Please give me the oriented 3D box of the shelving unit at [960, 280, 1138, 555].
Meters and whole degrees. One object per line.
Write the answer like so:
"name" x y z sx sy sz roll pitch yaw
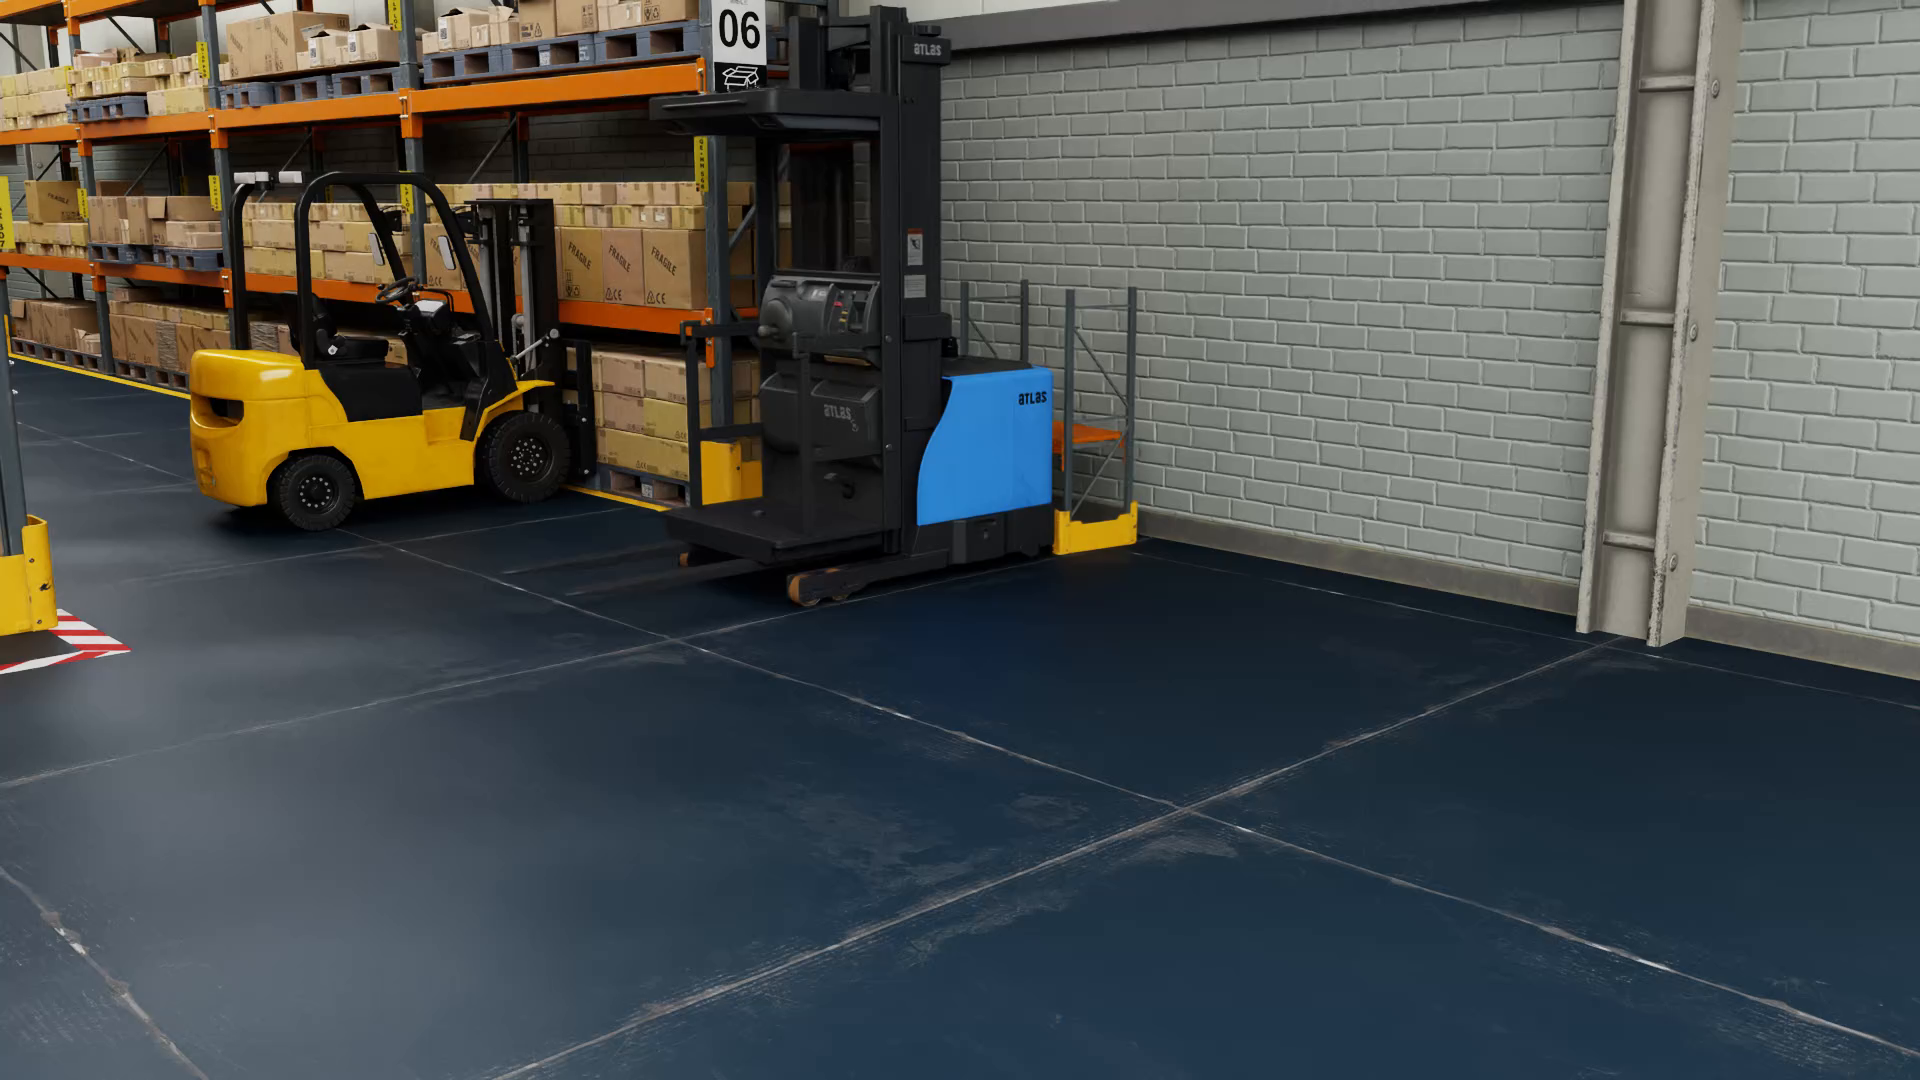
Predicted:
"shelving unit" 0.502 -0.772 9.942 0.587 1.500 1.083 -8 14 -34

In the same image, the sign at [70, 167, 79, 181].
"sign" -11.806 -4.812 22.184 0.100 0.325 0.005 -11 16 -43

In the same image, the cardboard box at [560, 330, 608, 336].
"cardboard box" -3.093 -1.497 13.038 0.500 0.250 0.500 -11 16 -43

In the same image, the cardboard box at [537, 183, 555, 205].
"cardboard box" -2.796 -2.478 11.915 0.380 0.149 0.250 -11 16 -42

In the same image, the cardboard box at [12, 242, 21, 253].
"cardboard box" -11.983 -3.776 21.429 0.380 0.149 0.250 -10 16 -41

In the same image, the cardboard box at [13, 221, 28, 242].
"cardboard box" -11.754 -3.911 21.096 0.500 0.250 0.500 -11 16 -42

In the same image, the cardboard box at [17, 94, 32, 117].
"cardboard box" -11.028 -5.235 20.086 0.500 0.250 0.500 -11 16 -43

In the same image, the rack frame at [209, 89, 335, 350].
"rack frame" -6.696 -2.849 16.304 1.000 3.000 0.127 -11 16 -43

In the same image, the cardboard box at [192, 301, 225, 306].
"cardboard box" -8.289 -2.565 18.472 0.380 0.149 0.250 -10 16 -41

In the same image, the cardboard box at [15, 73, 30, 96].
"cardboard box" -11.042 -5.481 20.045 0.500 0.250 0.500 -10 16 -41

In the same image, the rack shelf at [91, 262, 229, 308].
"rack shelf" -8.077 -2.788 17.793 1.077 0.370 4.000 -11 16 -43

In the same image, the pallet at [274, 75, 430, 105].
"pallet" -5.388 -3.976 14.810 1.003 0.211 1.213 -10 15 -40

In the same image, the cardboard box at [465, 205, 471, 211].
"cardboard box" -3.524 -2.477 12.643 0.380 0.149 0.250 -11 16 -43

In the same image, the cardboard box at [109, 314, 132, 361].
"cardboard box" -9.287 -2.312 18.853 0.500 0.500 0.500 -10 15 -40

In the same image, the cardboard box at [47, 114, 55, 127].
"cardboard box" -10.433 -4.903 19.464 0.380 0.149 0.250 -11 16 -43

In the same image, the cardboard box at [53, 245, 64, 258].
"cardboard box" -10.612 -3.466 19.922 0.380 0.149 0.250 -11 16 -43

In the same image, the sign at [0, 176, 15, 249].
"sign" -4.367 -1.488 7.557 0.100 0.325 0.005 -11 16 -43

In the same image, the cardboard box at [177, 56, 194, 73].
"cardboard box" -7.473 -4.679 16.401 0.250 0.149 0.380 11 16 43

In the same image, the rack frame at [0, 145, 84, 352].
"rack frame" -12.221 -4.016 21.971 1.000 3.000 0.127 -11 16 -43

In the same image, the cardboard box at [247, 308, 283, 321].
"cardboard box" -7.225 -2.335 17.357 0.380 0.149 0.250 -11 16 -42

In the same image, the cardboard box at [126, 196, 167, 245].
"cardboard box" -8.387 -3.395 17.668 0.700 0.500 0.500 -11 16 -43

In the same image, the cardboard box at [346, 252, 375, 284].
"cardboard box" -4.822 -2.301 14.018 0.500 0.250 0.500 -11 16 -43

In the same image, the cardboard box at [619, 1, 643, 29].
"cardboard box" -1.963 -3.360 10.689 0.250 0.149 0.380 11 16 44

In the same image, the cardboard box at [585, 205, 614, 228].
"cardboard box" -2.328 -2.209 11.344 0.250 0.149 0.380 11 16 43

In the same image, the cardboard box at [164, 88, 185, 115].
"cardboard box" -7.574 -4.359 16.571 0.500 0.250 0.500 -11 16 -42

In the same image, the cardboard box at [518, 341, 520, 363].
"cardboard box" -3.129 -1.352 12.336 0.500 0.250 0.500 -10 15 -41

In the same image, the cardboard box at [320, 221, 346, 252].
"cardboard box" -5.167 -2.622 14.336 0.500 0.250 0.500 -10 16 -41

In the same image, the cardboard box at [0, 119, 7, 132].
"cardboard box" -11.706 -5.158 20.703 0.380 0.149 0.250 -10 16 -41

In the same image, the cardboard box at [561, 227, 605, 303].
"cardboard box" -2.407 -1.917 11.535 0.500 0.500 0.500 -11 16 -44

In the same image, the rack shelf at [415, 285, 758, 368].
"rack shelf" -2.553 -1.621 12.126 1.077 0.370 4.000 -11 16 -43

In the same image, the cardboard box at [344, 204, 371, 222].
"cardboard box" -4.930 -2.748 13.963 0.250 0.149 0.380 11 16 43

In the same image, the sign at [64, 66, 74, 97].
"sign" -9.846 -5.078 18.410 0.100 0.325 0.005 -11 16 -43

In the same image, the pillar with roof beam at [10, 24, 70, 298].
"pillar with roof beam" -16.545 -6.874 20.974 9.100 9.000 0.400 -11 16 -43

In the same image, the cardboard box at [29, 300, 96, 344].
"cardboard box" -11.305 -2.765 21.052 0.700 0.500 0.500 -10 15 -40

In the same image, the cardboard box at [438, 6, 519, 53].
"cardboard box" -3.536 -3.790 12.370 0.500 0.311 0.500 -10 16 -41

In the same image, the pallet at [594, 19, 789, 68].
"pallet" -1.641 -3.214 10.862 1.003 0.211 1.213 -11 16 -43

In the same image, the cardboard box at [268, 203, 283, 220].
"cardboard box" -6.118 -3.019 15.274 0.380 0.149 0.250 -11 16 -42

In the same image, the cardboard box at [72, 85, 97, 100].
"cardboard box" -9.540 -4.934 18.327 0.380 0.149 0.250 -11 16 -42

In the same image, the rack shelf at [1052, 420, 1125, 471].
"rack shelf" 0.507 -0.594 9.971 0.538 0.185 1.000 -8 14 -34

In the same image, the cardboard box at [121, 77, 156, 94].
"cardboard box" -8.460 -4.713 17.256 0.380 0.149 0.250 -10 16 -41

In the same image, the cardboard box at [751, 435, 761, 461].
"cardboard box" -1.369 -0.639 11.352 0.500 0.250 0.500 -11 16 -42

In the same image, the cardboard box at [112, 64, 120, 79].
"cardboard box" -8.630 -4.896 17.403 0.380 0.149 0.250 -11 16 -42

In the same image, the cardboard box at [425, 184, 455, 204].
"cardboard box" -3.928 -2.689 12.939 0.380 0.149 0.250 -10 16 -41

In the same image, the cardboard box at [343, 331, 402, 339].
"cardboard box" -4.833 -1.496 14.585 0.875 0.625 0.625 -11 16 -43

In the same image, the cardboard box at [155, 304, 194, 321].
"cardboard box" -8.456 -2.460 17.965 0.380 0.149 0.250 -10 15 -41

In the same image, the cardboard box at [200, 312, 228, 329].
"cardboard box" -7.431 -2.220 16.799 0.250 0.149 0.380 11 16 42

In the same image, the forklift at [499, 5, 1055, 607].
"forklift" -0.895 -1.220 8.571 3.031 2.935 1.130 -10 16 -41

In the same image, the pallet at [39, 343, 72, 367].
"pallet" -10.779 -2.345 20.771 1.003 0.211 1.213 -11 16 -43

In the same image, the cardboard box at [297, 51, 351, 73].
"cardboard box" -5.446 -4.096 14.261 0.380 0.149 0.250 -11 16 -43

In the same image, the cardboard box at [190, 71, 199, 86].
"cardboard box" -7.280 -4.498 16.261 0.250 0.149 0.380 11 16 44

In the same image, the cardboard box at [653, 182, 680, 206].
"cardboard box" -1.764 -2.248 10.796 0.380 0.149 0.250 -11 16 -42

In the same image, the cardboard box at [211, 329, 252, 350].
"cardboard box" -7.144 -1.862 16.668 0.500 0.500 0.500 -10 15 -41
